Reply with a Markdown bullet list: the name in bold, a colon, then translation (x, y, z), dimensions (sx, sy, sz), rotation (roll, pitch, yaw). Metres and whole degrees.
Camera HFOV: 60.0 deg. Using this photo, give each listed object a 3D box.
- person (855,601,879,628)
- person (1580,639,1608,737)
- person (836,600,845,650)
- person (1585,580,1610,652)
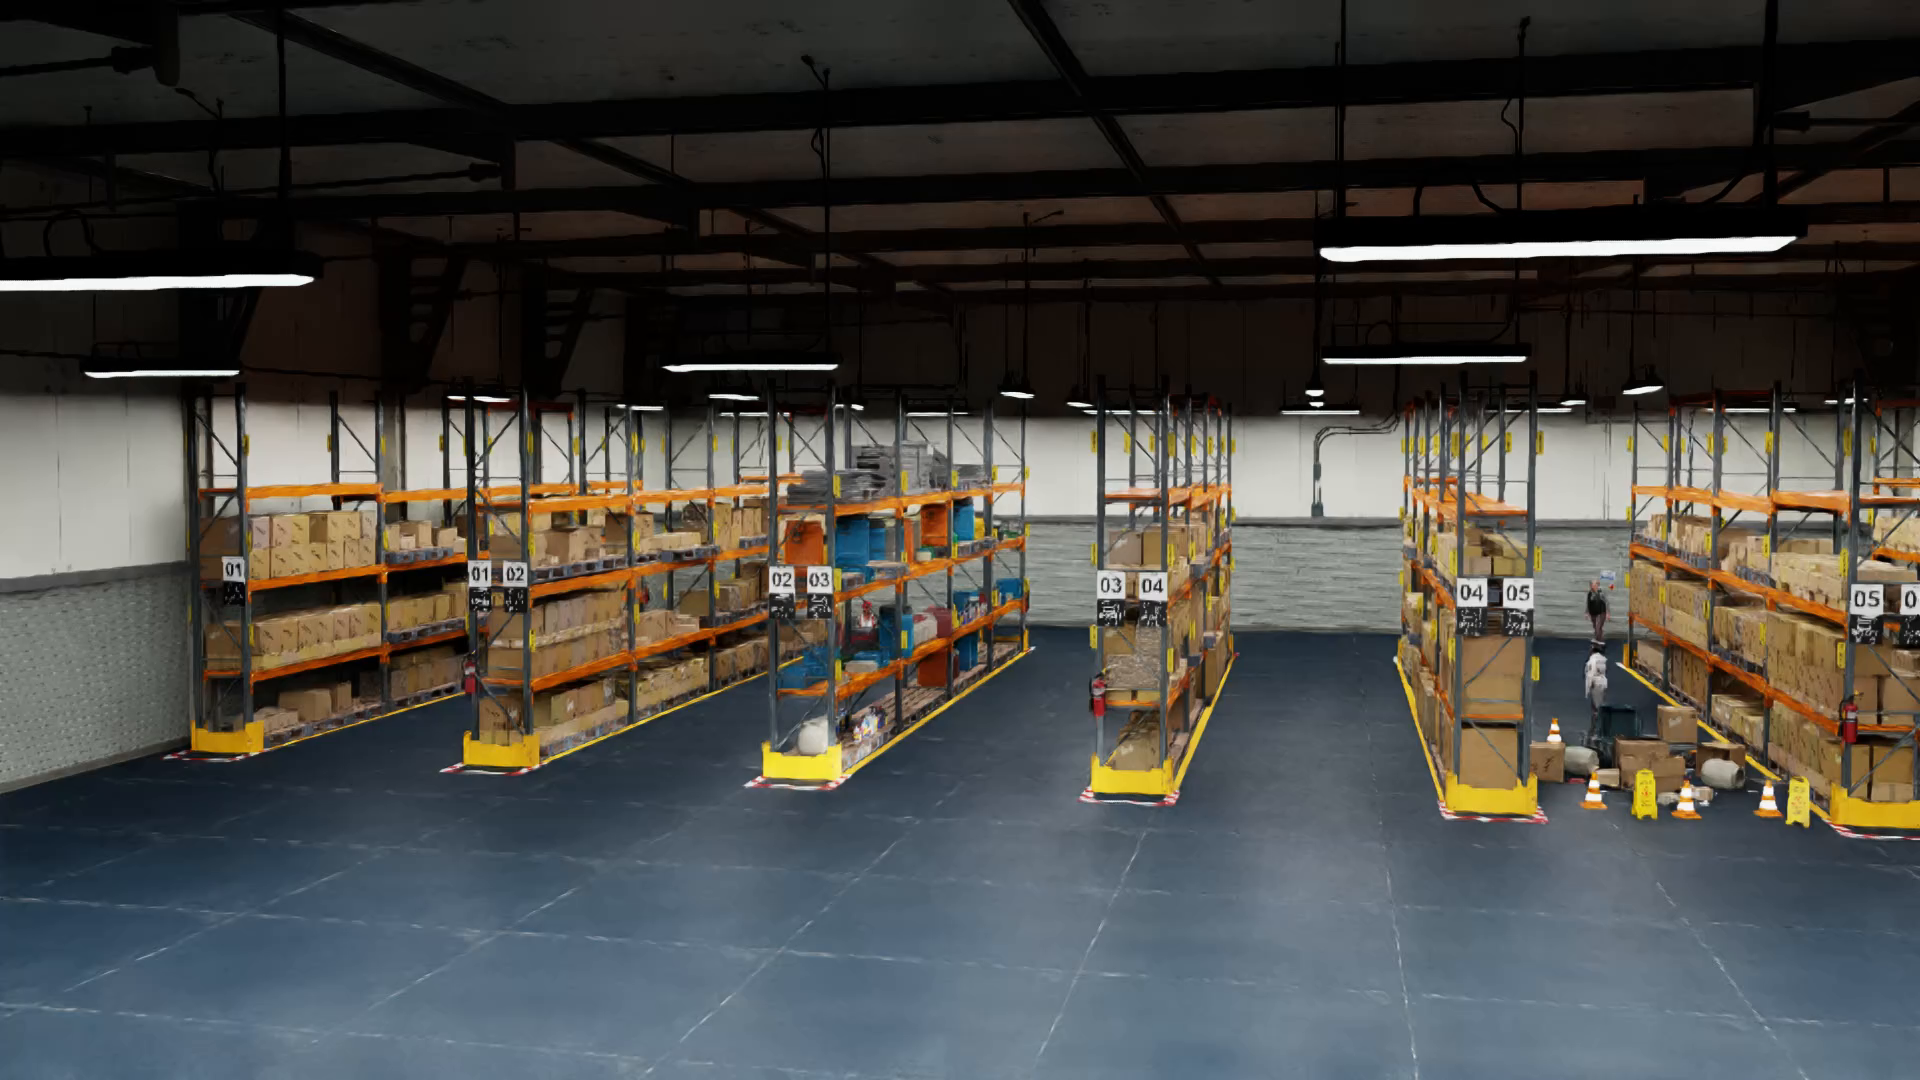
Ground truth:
- **person**: translation (-1.941, 2.135, 34.942), dimensions (0.553, 1.709, 1.123), rotation (1, 3, 15)
- **person**: translation (10.829, 2.532, 28.380), dimensions (0.538, 1.665, 0.573), rotation (3, 4, 42)
- **person**: translation (-2.720, 1.936, 38.639), dimensions (0.375, 1.681, 0.598), rotation (0, 3, 1)
- **person**: translation (15.567, 1.836, 40.556), dimensions (0.538, 1.743, 0.626), rotation (-1, 4, -24)
